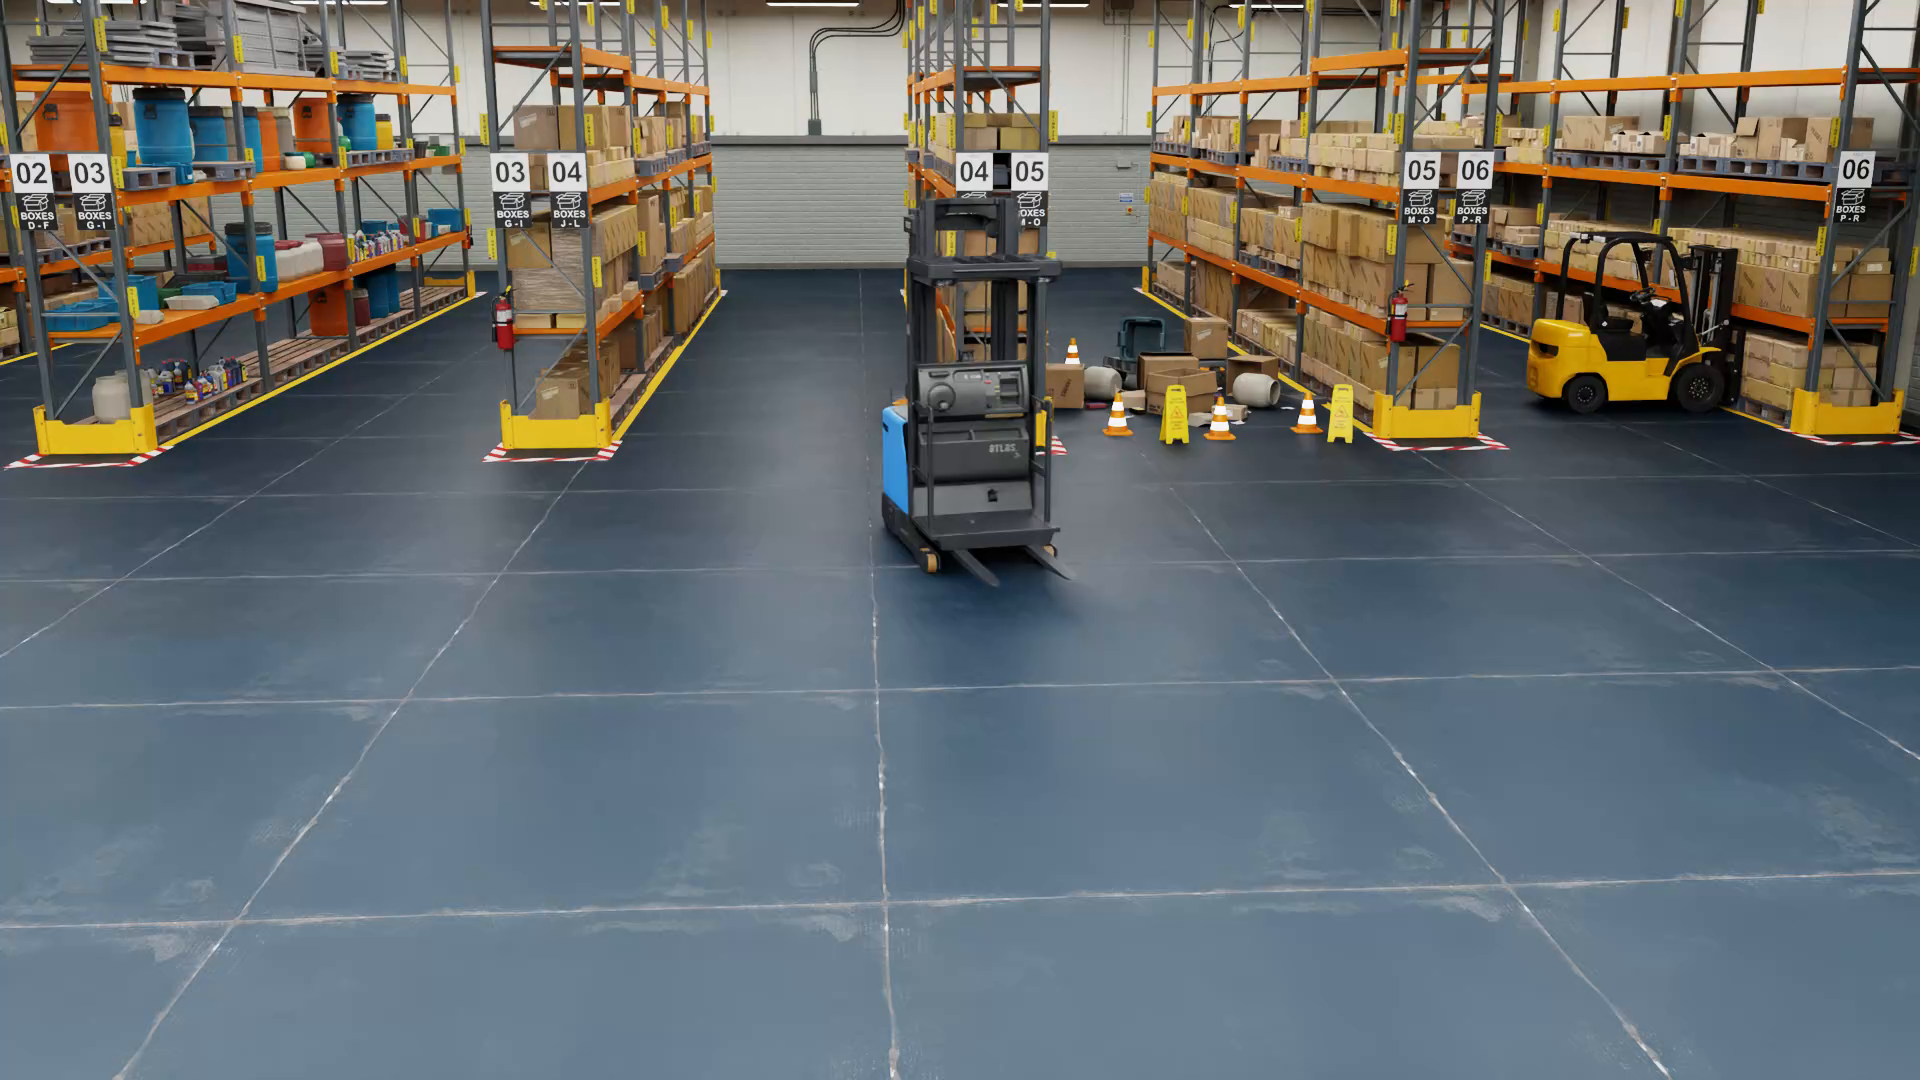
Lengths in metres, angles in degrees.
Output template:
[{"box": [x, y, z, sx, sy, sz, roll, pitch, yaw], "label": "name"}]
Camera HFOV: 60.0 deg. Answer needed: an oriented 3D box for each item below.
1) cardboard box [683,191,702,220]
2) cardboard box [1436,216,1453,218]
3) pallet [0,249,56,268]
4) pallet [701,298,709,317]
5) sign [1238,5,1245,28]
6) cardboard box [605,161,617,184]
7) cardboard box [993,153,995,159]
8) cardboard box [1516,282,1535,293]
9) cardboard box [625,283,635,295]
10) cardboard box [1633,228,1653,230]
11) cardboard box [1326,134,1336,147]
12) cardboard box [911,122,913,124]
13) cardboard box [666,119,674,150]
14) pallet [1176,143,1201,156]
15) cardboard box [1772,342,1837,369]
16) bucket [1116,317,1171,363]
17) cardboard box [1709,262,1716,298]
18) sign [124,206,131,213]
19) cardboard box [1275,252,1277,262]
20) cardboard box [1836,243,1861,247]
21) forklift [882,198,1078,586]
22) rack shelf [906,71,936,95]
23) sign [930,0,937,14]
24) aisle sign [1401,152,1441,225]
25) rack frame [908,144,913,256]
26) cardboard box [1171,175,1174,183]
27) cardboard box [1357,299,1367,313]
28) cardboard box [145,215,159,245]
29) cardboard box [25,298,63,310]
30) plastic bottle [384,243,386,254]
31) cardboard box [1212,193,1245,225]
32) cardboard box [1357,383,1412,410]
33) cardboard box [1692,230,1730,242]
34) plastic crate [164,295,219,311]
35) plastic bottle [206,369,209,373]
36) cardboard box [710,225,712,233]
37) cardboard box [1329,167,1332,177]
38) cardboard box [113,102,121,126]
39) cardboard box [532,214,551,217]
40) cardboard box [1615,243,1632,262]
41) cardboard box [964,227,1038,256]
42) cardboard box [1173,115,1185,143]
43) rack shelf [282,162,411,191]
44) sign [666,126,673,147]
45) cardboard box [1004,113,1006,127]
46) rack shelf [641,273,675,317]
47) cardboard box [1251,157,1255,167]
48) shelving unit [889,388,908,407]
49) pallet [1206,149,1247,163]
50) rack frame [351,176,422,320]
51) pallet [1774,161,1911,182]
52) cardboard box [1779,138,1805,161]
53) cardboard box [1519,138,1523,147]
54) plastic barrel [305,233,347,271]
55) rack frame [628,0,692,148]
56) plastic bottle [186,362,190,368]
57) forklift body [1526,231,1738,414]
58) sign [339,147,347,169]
[{"box": [-5.046, -6.160, 30.648, 0.500, 0.500, 0.500, -1, 14, -3], "label": "cardboard box"}, {"box": [9.275, -6.029, 31.644, 0.500, 0.250, 0.500, -1, 14, -3], "label": "cardboard box"}, {"box": [-15.001, -4.408, 26.023, 1.213, 0.211, 1.003, -1, 14, -3], "label": "pallet"}, {"box": [-5.218, -4.320, 30.892, 1.003, 0.211, 1.213, -1, 14, -3], "label": "pallet"}, {"box": [4.336, -8.063, 25.613, 0.100, 0.325, 0.005, -1, 14, -3], "label": "sign"}, {"box": [-4.380, -4.380, 19.812, 0.500, 0.250, 0.500, 0, 14, -2], "label": "cardboard box"}, {"box": [0.608, -4.786, 20.550, 0.380, 0.149, 0.250, -1, 14, -3], "label": "cardboard box"}, {"box": [9.512, -4.209, 27.737, 0.380, 0.149, 0.250, -2, 15, -6], "label": "cardboard box"}, {"box": [-4.441, -3.257, 21.671, 0.380, 0.149, 0.250, -1, 14, -3], "label": "cardboard box"}, {"box": [10.236, -4.554, 24.704, 0.380, 0.149, 0.250, -1, 14, -3], "label": "cardboard box"}, {"box": [4.873, -5.081, 21.140, 0.380, 0.149, 0.250, -1, 14, -4], "label": "cardboard box"}, {"box": [-0.727, -7.804, 31.316, 0.380, 0.149, 0.250, -1, 14, -4], "label": "cardboard box"}, {"box": [-5.149, -6.699, 27.473, 0.797, 0.503, 0.637, -1, 14, -4], "label": "cardboard box"}, {"box": [4.602, -7.246, 30.828, 1.003, 0.211, 1.213, -1, 14, -3], "label": "pallet"}, {"box": [9.999, -2.192, 19.694, 0.500, 0.250, 0.500, 0, 14, -2], "label": "cardboard box"}, {"box": [2.513, -2.694, 22.497, 0.726, 0.611, 0.620, 4, 5, 16], "label": "bucket"}, {"box": [9.940, -3.400, 21.519, 0.500, 0.500, 0.500, -1, 14, -4], "label": "cardboard box"}, {"box": [-14.583, -5.898, 29.107, 0.100, 0.325, 0.005, -1, 14, -3], "label": "sign"}, {"box": [4.781, -4.103, 24.113, 0.380, 0.149, 0.250, -1, 14, -3], "label": "cardboard box"}, {"box": [10.519, -3.451, 19.818, 0.380, 0.149, 0.250, -1, 14, -2], "label": "cardboard box"}, {"box": [0.170, -1.251, 13.508, 1.130, 2.935, 3.031, -4, 15, -15], "label": "forklift"}, {"box": [-0.416, -8.584, 31.280, 1.077, 0.370, 4.000, -1, 14, -3], "label": "rack shelf"}, {"box": [-0.338, -6.927, 21.354, 0.100, 0.325, 0.005, -1, 14, -3], "label": "sign"}, {"box": [5.100, -3.888, 18.399, 0.394, 0.787, 0.004, -1, 14, -3], "label": "aisle sign"}, {"box": [-0.540, -6.526, 33.871, 1.000, 3.000, 0.127, -1, 14, -3], "label": "rack frame"}, {"box": [4.259, -6.931, 31.936, 0.380, 0.149, 0.250, -1, 14, -3], "label": "cardboard box"}, {"box": [4.981, -2.805, 19.915, 0.380, 0.149, 0.250, -1, 14, -2], "label": "cardboard box"}, {"box": [-14.931, -5.635, 30.205, 0.500, 0.500, 0.500, -1, 14, -2], "label": "cardboard box"}, {"box": [-14.670, -3.583, 26.567, 0.500, 0.500, 0.500, -1, 14, -5], "label": "cardboard box"}, {"box": [-9.749, -4.936, 28.090, 0.097, 0.201, 0.097, 0, 14, 0], "label": "plastic bottle"}, {"box": [4.532, -5.546, 27.856, 0.500, 0.500, 0.500, -1, 14, -3], "label": "cardboard box"}, {"box": [5.065, -1.723, 19.879, 0.500, 0.250, 0.500, -1, 14, -4], "label": "cardboard box"}, {"box": [9.946, -4.017, 22.019, 0.380, 0.149, 0.250, -1, 14, -4], "label": "cardboard box"}, {"box": [-9.344, -2.886, 20.253, 0.530, 0.136, 0.437, -1, 14, -3], "label": "plastic crate"}, {"box": [-9.438, -2.020, 20.925, 0.061, 0.283, 0.133, -1, 14, -3], "label": "plastic bottle"}, {"box": [-5.114, -6.142, 32.883, 0.380, 0.149, 0.250, -1, 14, -3], "label": "cardboard box"}, {"box": [4.998, -4.767, 21.519, 0.380, 0.149, 0.250, -1, 14, -3], "label": "cardboard box"}, {"box": [-15.205, -7.434, 29.171, 0.700, 0.500, 0.500, -1, 14, -3], "label": "cardboard box"}, {"box": [-4.852, -3.554, 19.515, 0.500, 0.500, 0.500, -1, 14, -3], "label": "cardboard box"}, {"box": [9.767, -4.136, 23.881, 0.500, 0.250, 0.500, -1, 14, -5], "label": "cardboard box"}, {"box": [0.467, -3.235, 18.613, 0.875, 0.550, 0.550, -1, 14, -3], "label": "cardboard box"}, {"box": [4.369, -7.877, 31.857, 0.500, 0.500, 0.500, -1, 14, -2], "label": "cardboard box"}, {"box": [-10.069, -6.010, 27.290, 1.077, 0.370, 4.000, -1, 14, -3], "label": "rack shelf"}, {"box": [-4.460, -6.196, 25.531, 0.100, 0.325, 0.005, -1, 14, -3], "label": "sign"}, {"box": [0.702, -4.793, 18.975, 0.380, 0.149, 0.250, -1, 14, -3], "label": "cardboard box"}, {"box": [-4.877, -3.639, 24.095, 1.077, 0.370, 4.000, -1, 14, -3], "label": "rack shelf"}, {"box": [4.739, -5.888, 25.876, 0.380, 0.149, 0.250, -1, 14, -3], "label": "cardboard box"}, {"box": [-0.451, -0.838, 15.376, 0.258, 1.200, 0.503, 4, 15, 16], "label": "shelving unit"}, {"box": [4.724, -6.437, 27.883, 1.003, 0.211, 1.213, 0, 14, -1], "label": "pallet"}, {"box": [-10.193, -5.403, 29.508, 1.000, 3.000, 0.127, -1, 14, -3], "label": "rack frame"}, {"box": [10.321, -4.312, 19.424, 1.003, 0.211, 1.213, -1, 14, -3], "label": "pallet"}, {"box": [9.969, -4.630, 19.708, 0.396, 0.266, 0.258, -1, 14, -3], "label": "cardboard box"}, {"box": [9.569, -6.628, 27.747, 0.380, 0.149, 0.250, -1, 14, -3], "label": "cardboard box"}, {"box": [-9.614, -4.364, 25.194, 0.600, 0.536, 0.708, -1, 14, -3], "label": "plastic barrel"}, {"box": [-5.249, -8.385, 29.057, 1.000, 3.000, 0.127, -1, 14, -3], "label": "rack frame"}, {"box": [-9.961, -2.147, 21.420, 0.061, 0.283, 0.133, -1, 14, -3], "label": "plastic bottle"}, {"box": [8.401, -2.758, 20.931, 2.313, 2.155, 1.214, -1, 14, -3], "label": "forklift body"}, {"box": [-9.396, -5.821, 25.320, 0.100, 0.325, 0.005, -1, 14, -3], "label": "sign"}]
